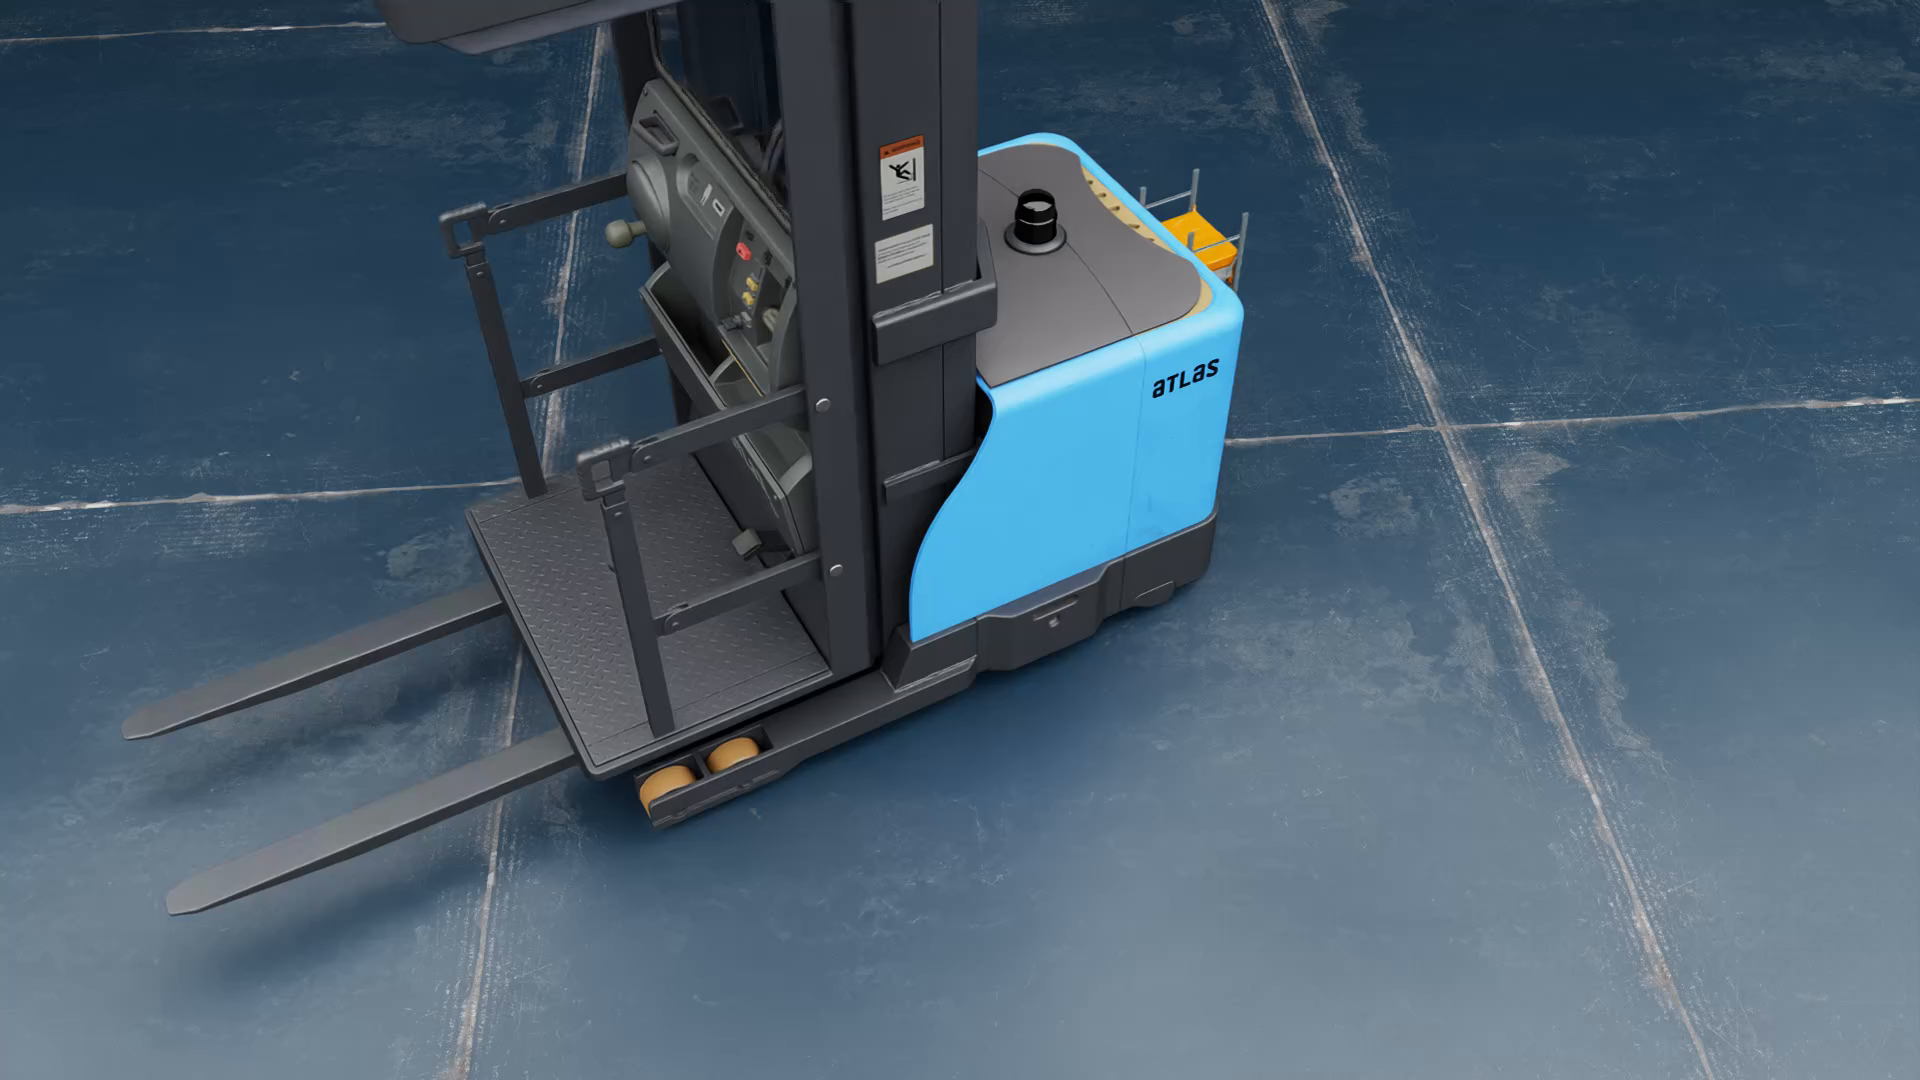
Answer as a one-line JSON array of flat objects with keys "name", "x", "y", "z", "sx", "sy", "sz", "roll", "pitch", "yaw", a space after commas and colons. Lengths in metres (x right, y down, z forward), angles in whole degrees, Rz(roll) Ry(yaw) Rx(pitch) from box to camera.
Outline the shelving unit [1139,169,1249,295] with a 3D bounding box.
[{"name": "shelving unit", "x": 0.664, "y": -0.602, "z": 5.097, "sx": 0.215, "sy": 1.050, "sz": 0.252, "roll": -22, "pitch": 50, "yaw": -19}]

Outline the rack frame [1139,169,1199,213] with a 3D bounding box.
[{"name": "rack frame", "x": 0.605, "y": -0.679, "z": 5.170, "sx": 0.200, "sy": 1.050, "sz": 0.008, "roll": -22, "pitch": 50, "yaw": -19}]

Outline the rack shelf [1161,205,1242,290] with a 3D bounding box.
[{"name": "rack shelf", "x": 0.664, "y": -0.789, "z": 4.898, "sx": 0.215, "sy": 0.259, "sz": 0.240, "roll": -22, "pitch": 50, "yaw": -19}]

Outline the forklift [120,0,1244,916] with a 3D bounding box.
[{"name": "forklift", "x": -0.774, "y": -0.678, "z": 3.873, "sx": 3.031, "sy": 2.935, "sz": 1.130, "roll": -22, "pitch": 50, "yaw": -19}]

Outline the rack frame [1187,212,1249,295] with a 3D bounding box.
[{"name": "rack frame", "x": 0.723, "y": -0.524, "z": 5.023, "sx": 0.200, "sy": 1.050, "sz": 0.008, "roll": -22, "pitch": 50, "yaw": -19}]
